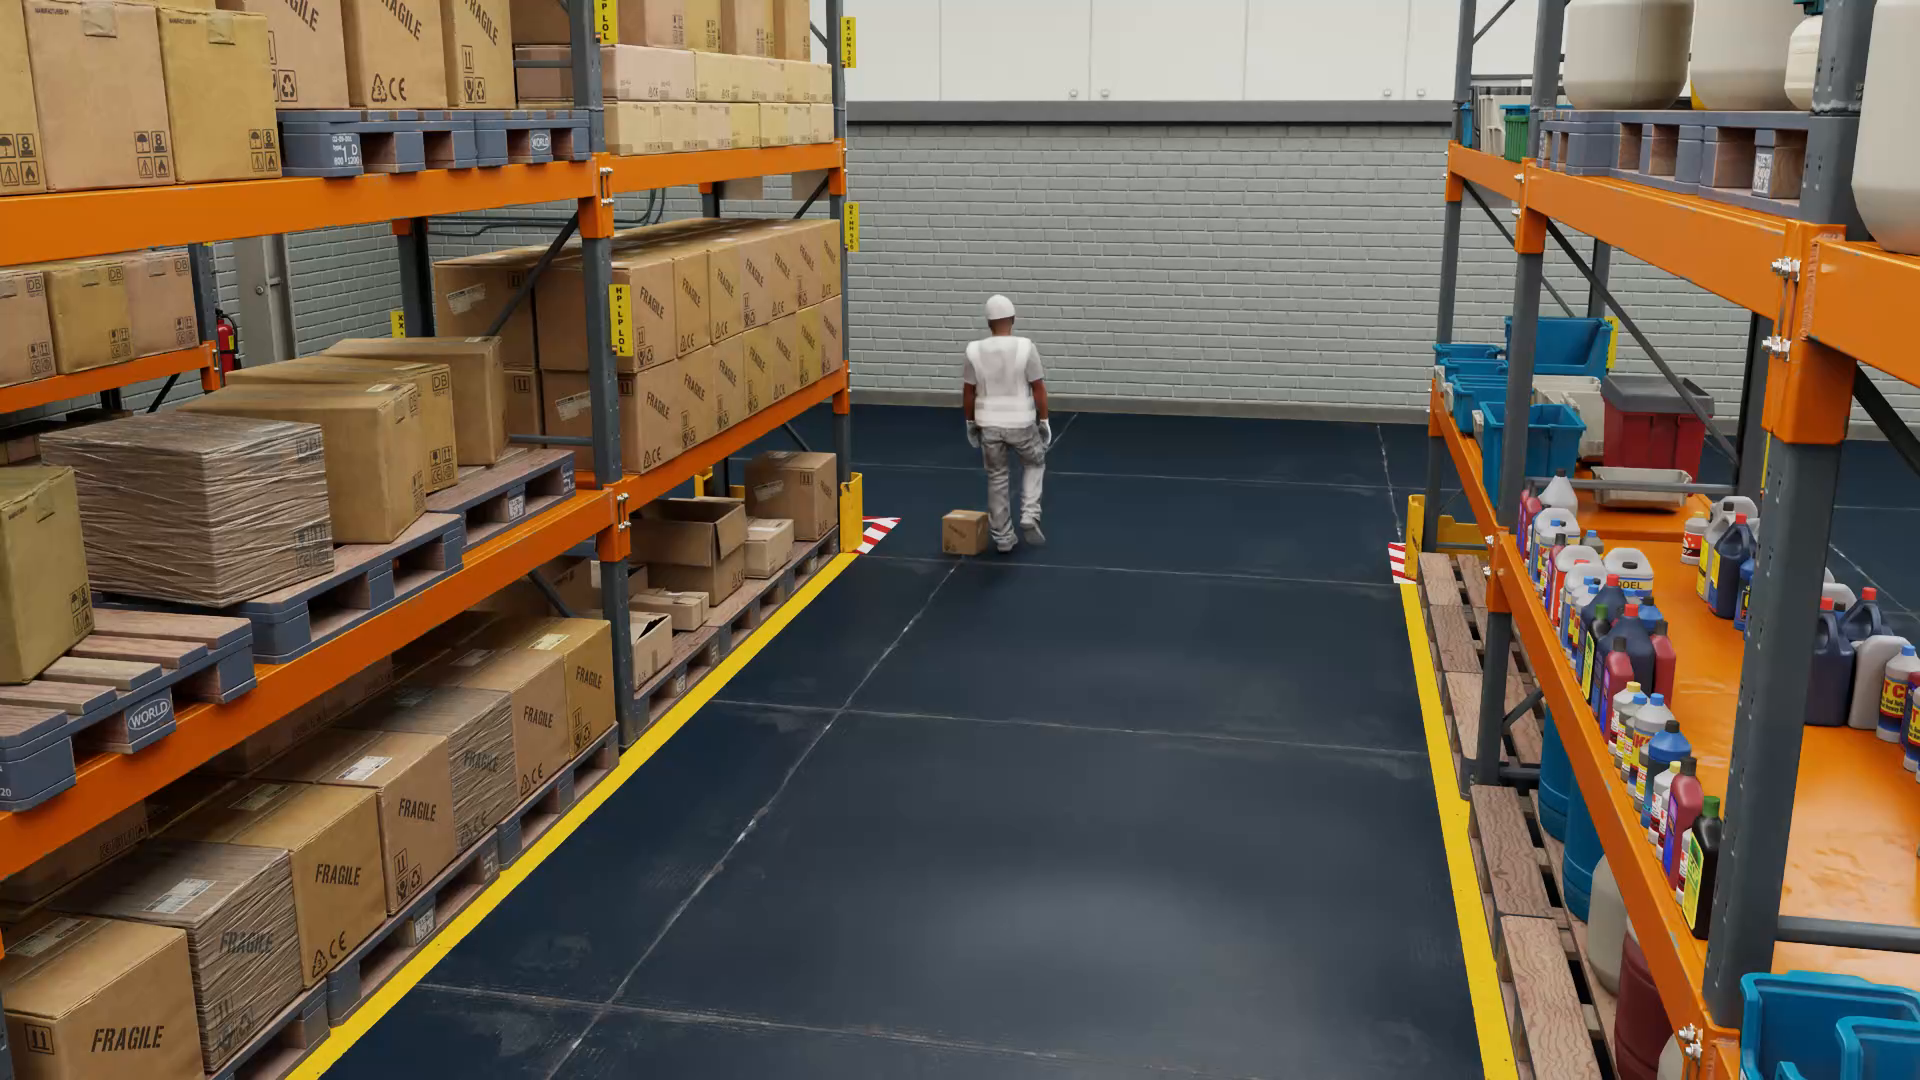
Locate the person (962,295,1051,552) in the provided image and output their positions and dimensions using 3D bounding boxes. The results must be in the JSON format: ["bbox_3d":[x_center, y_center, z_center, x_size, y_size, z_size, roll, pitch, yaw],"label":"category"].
[{"bbox_3d":[0.342,-0.810,11.515,0.623,1.773,0.460,3,15,11],"label":"person"}]
